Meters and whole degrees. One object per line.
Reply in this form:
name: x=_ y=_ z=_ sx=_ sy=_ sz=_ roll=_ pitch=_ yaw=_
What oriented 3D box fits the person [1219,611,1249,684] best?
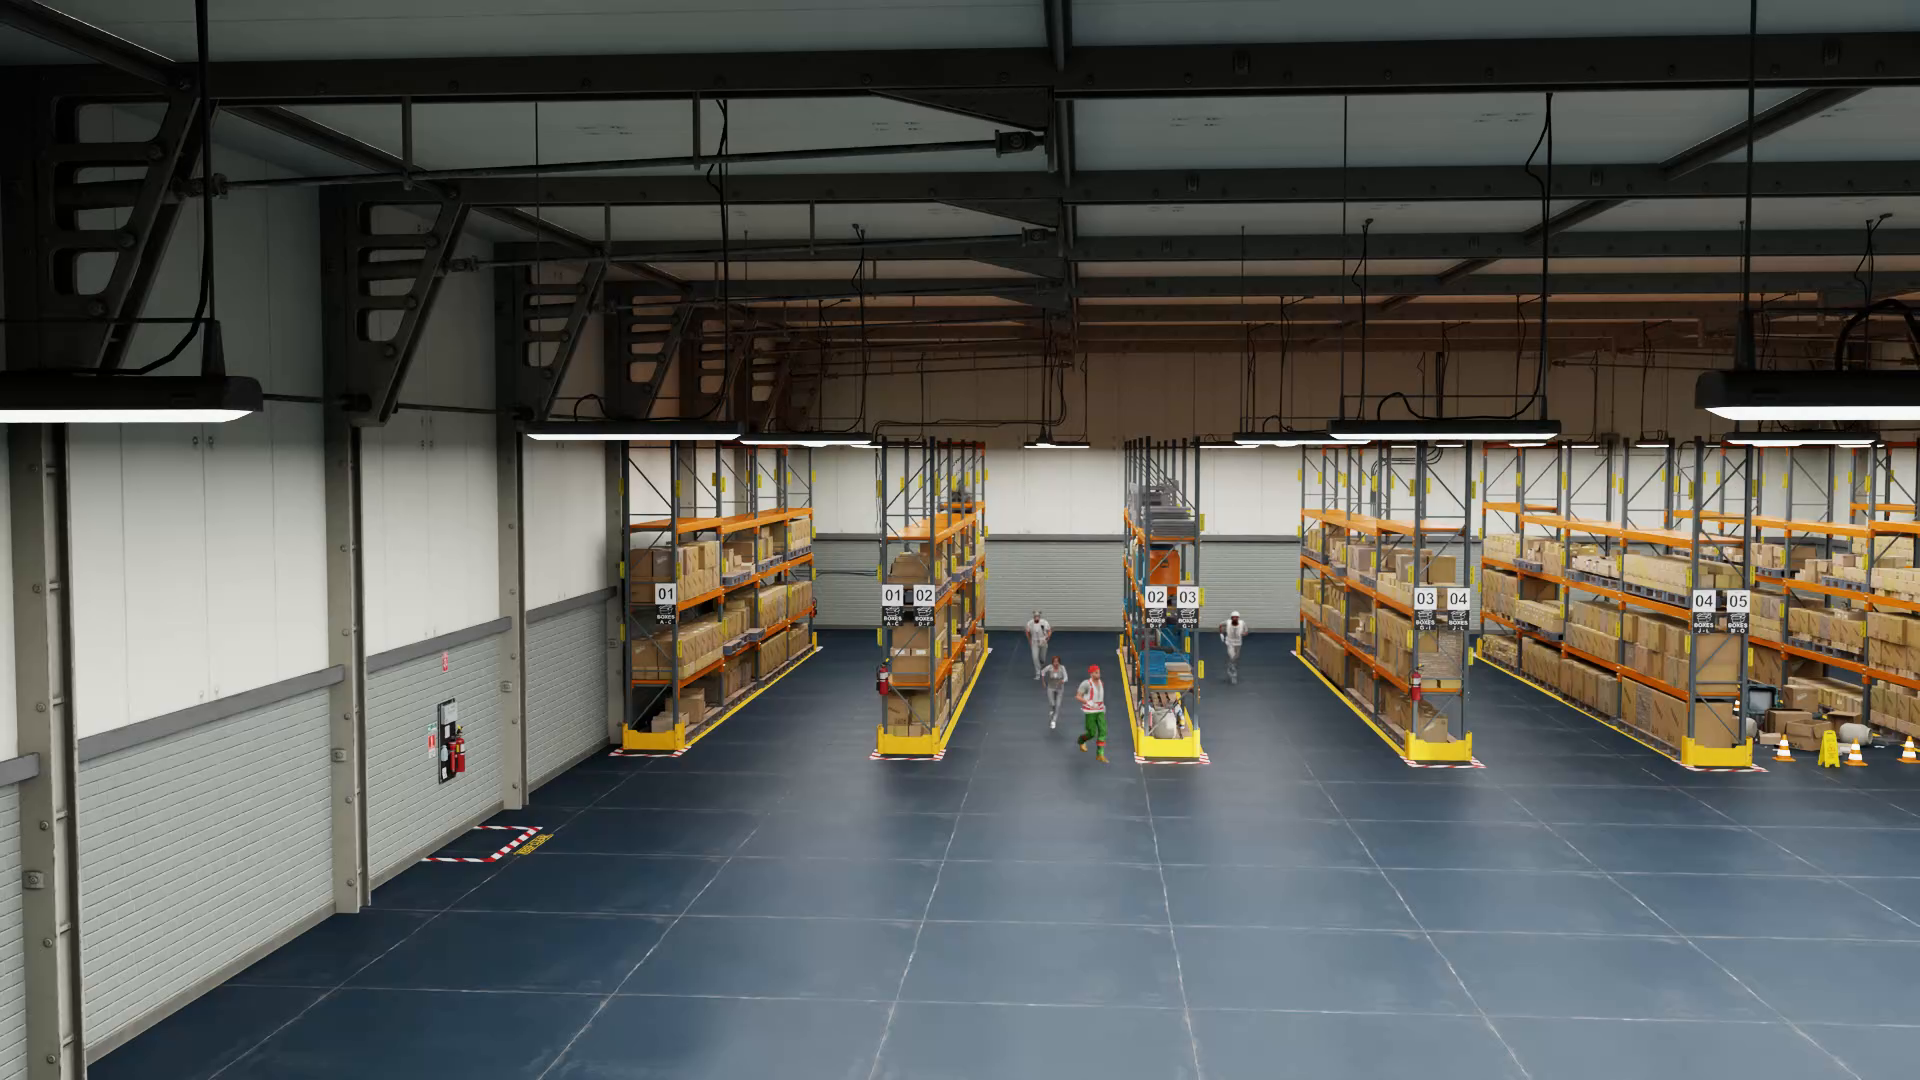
person: x=6.804 y=2.642 z=41.408 sx=0.675 sy=1.792 sz=0.985 roll=0 pitch=3 yaw=-8

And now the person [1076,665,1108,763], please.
person: x=2.460 y=3.198 z=30.853 sx=0.697 sy=1.783 sz=0.847 roll=-2 pitch=4 yaw=-32

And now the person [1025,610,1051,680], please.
person: x=1.978 y=2.637 z=42.008 sx=0.663 sy=1.776 sz=0.984 roll=0 pitch=3 yaw=4

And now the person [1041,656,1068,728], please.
person: x=1.952 y=3.134 z=34.291 sx=0.525 sy=1.526 sz=0.669 roll=0 pitch=3 yaw=-3
